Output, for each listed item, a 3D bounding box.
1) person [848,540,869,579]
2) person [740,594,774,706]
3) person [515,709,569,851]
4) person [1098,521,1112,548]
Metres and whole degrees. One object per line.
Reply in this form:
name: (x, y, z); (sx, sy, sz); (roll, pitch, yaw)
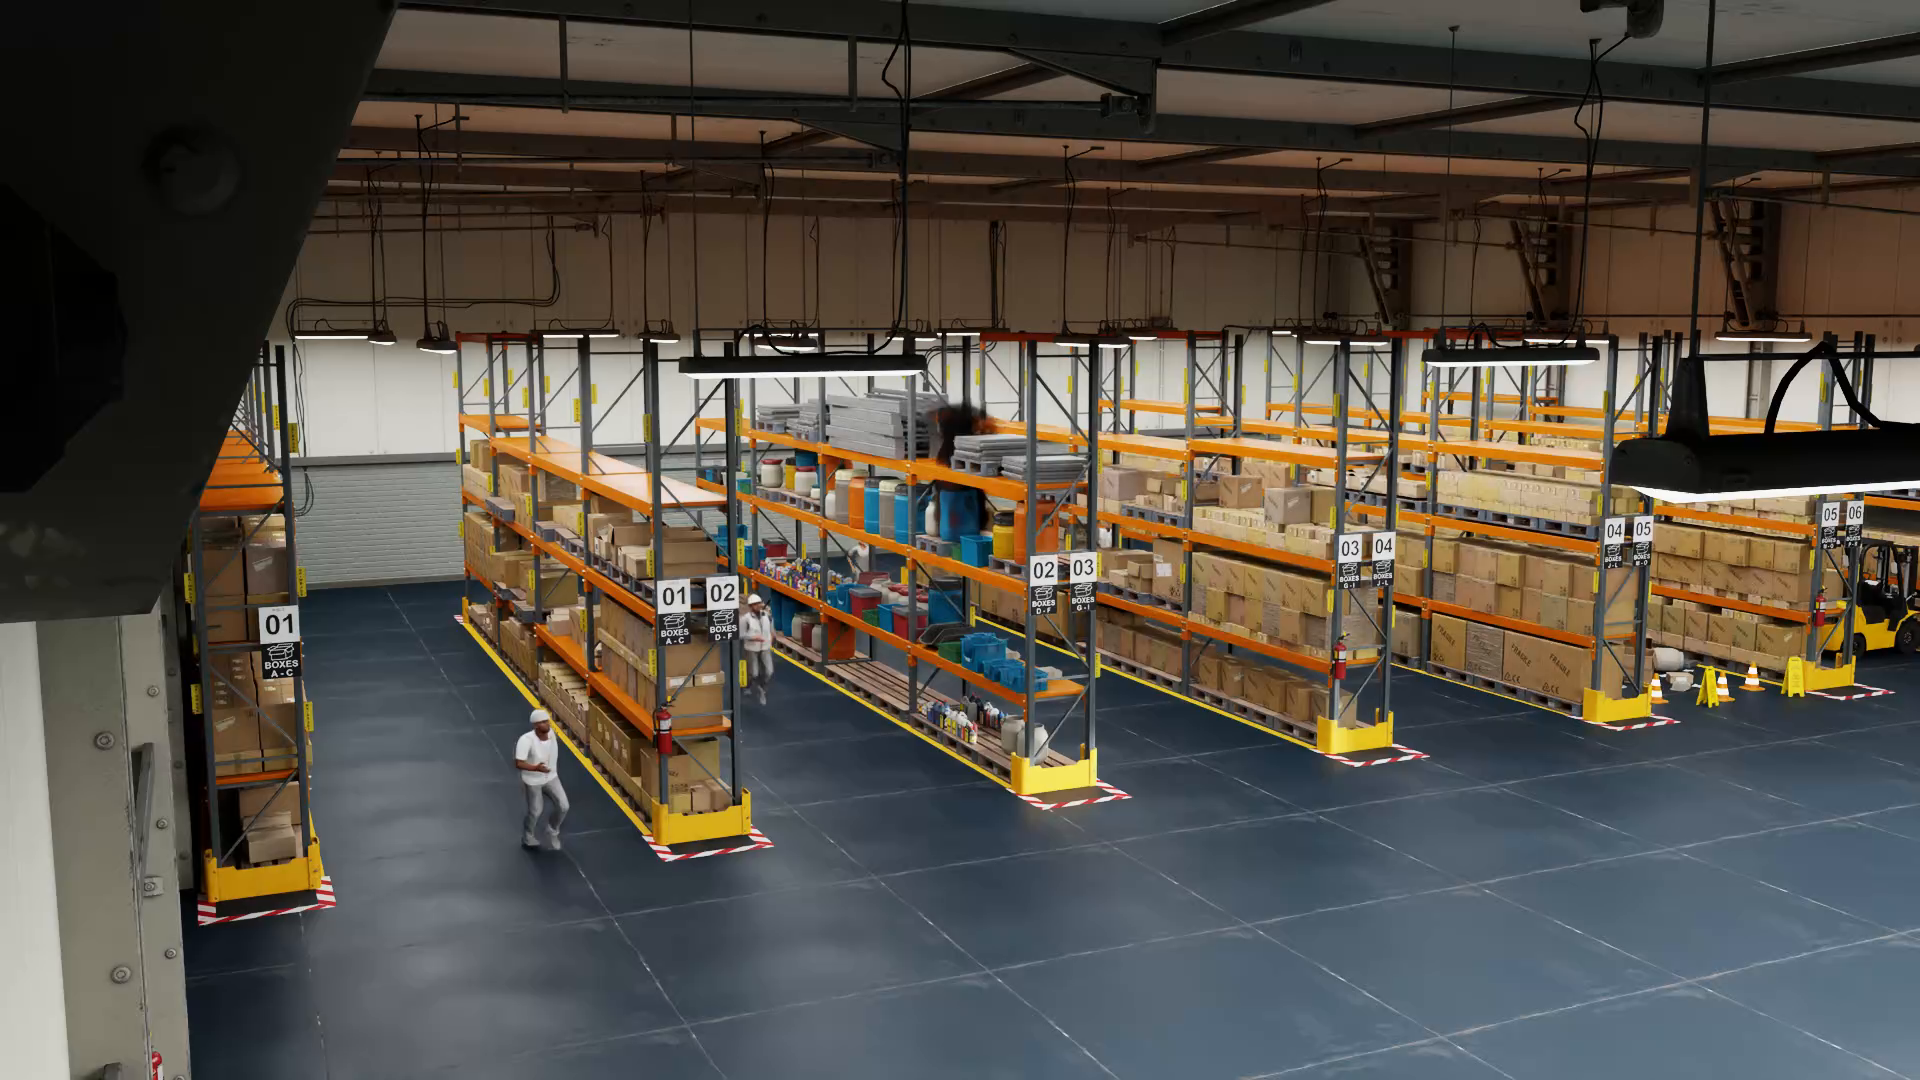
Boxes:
person: (-2.077, 0.691, 35.830); (0.566, 1.637, 0.636); (-4, 9, -29)
person: (-3.195, 1.680, 26.348); (0.661, 1.672, 0.834); (-4, 9, -26)
person: (-4.947, 2.840, 19.641); (0.776, 1.742, 0.686); (7, 11, 43)
person: (3.318, 0.381, 37.714); (0.673, 1.844, 0.827); (-4, 8, -24)
